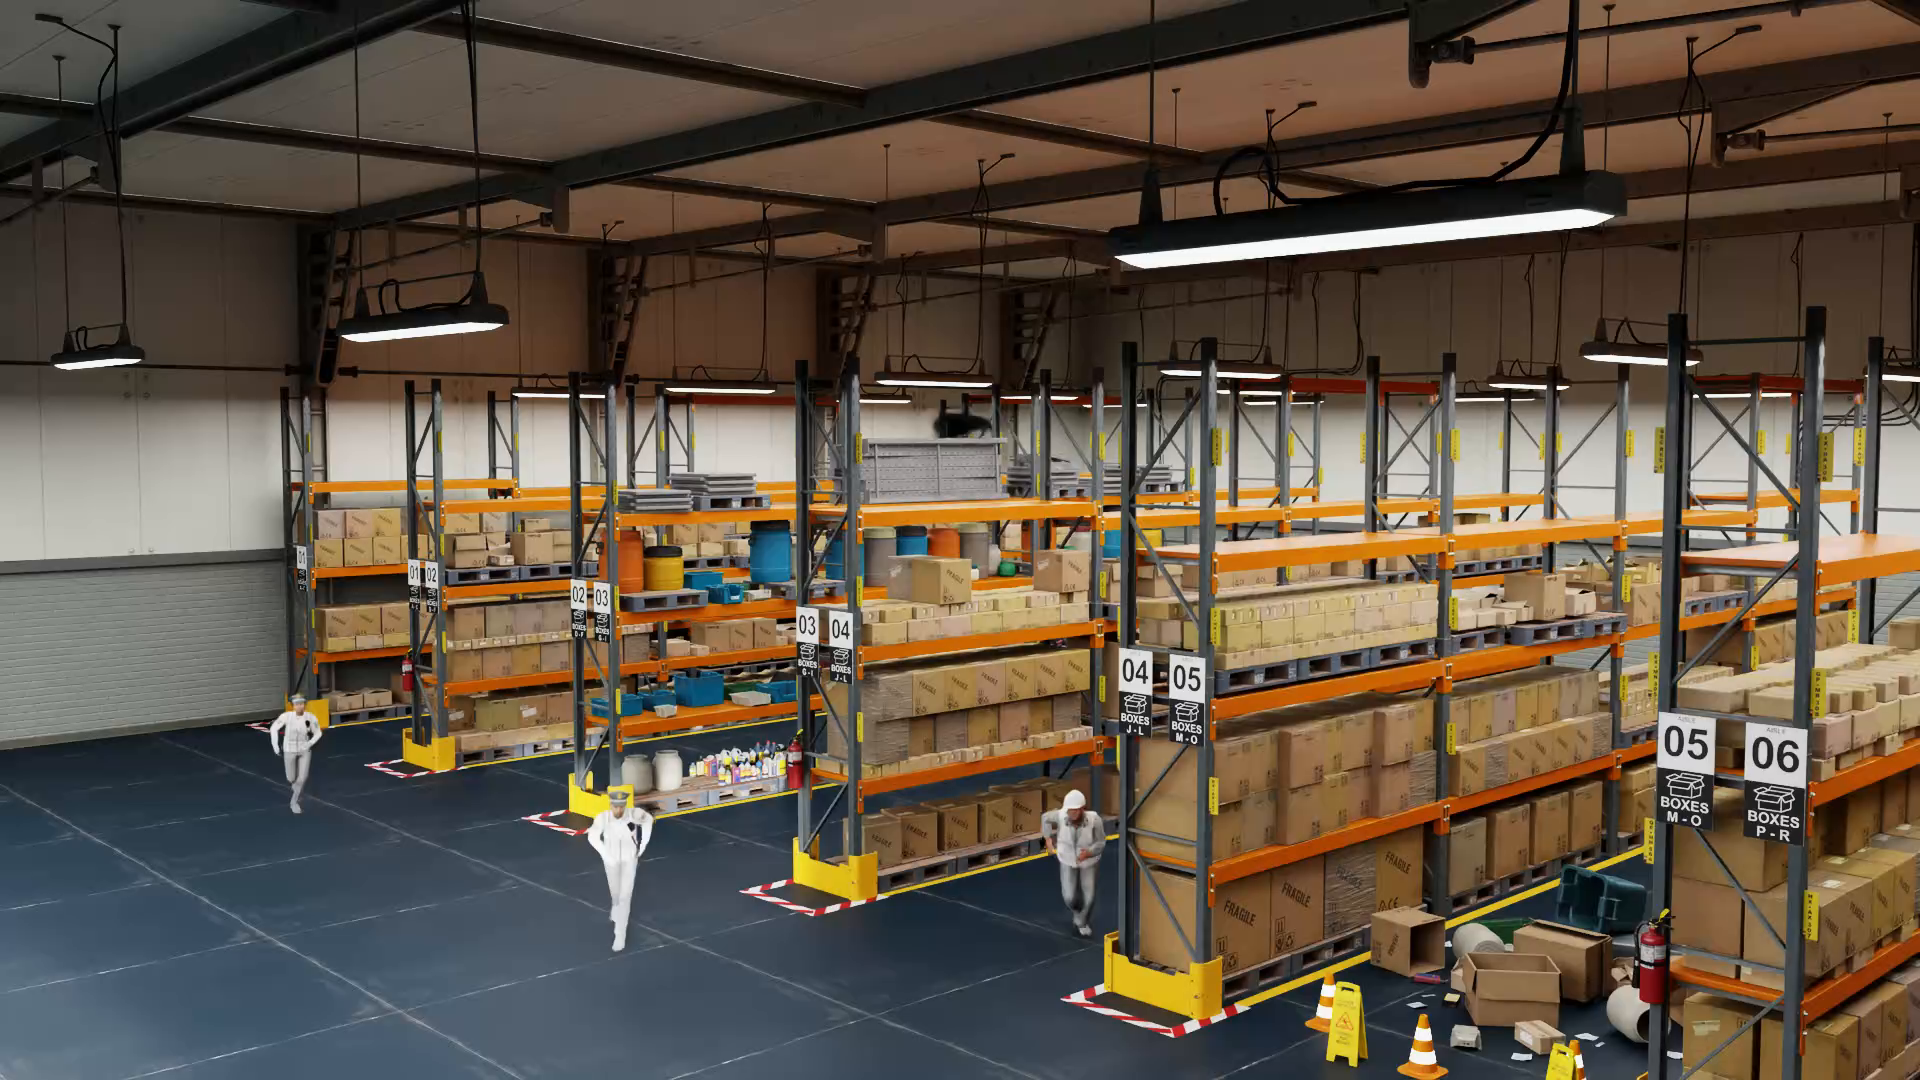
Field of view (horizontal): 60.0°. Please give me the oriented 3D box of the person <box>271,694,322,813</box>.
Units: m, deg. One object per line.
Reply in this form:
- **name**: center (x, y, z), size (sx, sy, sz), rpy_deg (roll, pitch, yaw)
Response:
- **person**: center (-9.091, 2.906, 22.800), size (0.653, 1.650, 0.644), rpy_deg (-1, 4, -22)

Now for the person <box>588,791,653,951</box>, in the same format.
- **person**: center (-3.480, 3.299, 17.056), size (0.655, 1.627, 0.978), rpy_deg (-1, 4, -15)

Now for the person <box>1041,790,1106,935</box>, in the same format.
- **person**: center (1.154, 3.286, 16.911), size (0.684, 1.598, 0.854), rpy_deg (1, 4, 11)
